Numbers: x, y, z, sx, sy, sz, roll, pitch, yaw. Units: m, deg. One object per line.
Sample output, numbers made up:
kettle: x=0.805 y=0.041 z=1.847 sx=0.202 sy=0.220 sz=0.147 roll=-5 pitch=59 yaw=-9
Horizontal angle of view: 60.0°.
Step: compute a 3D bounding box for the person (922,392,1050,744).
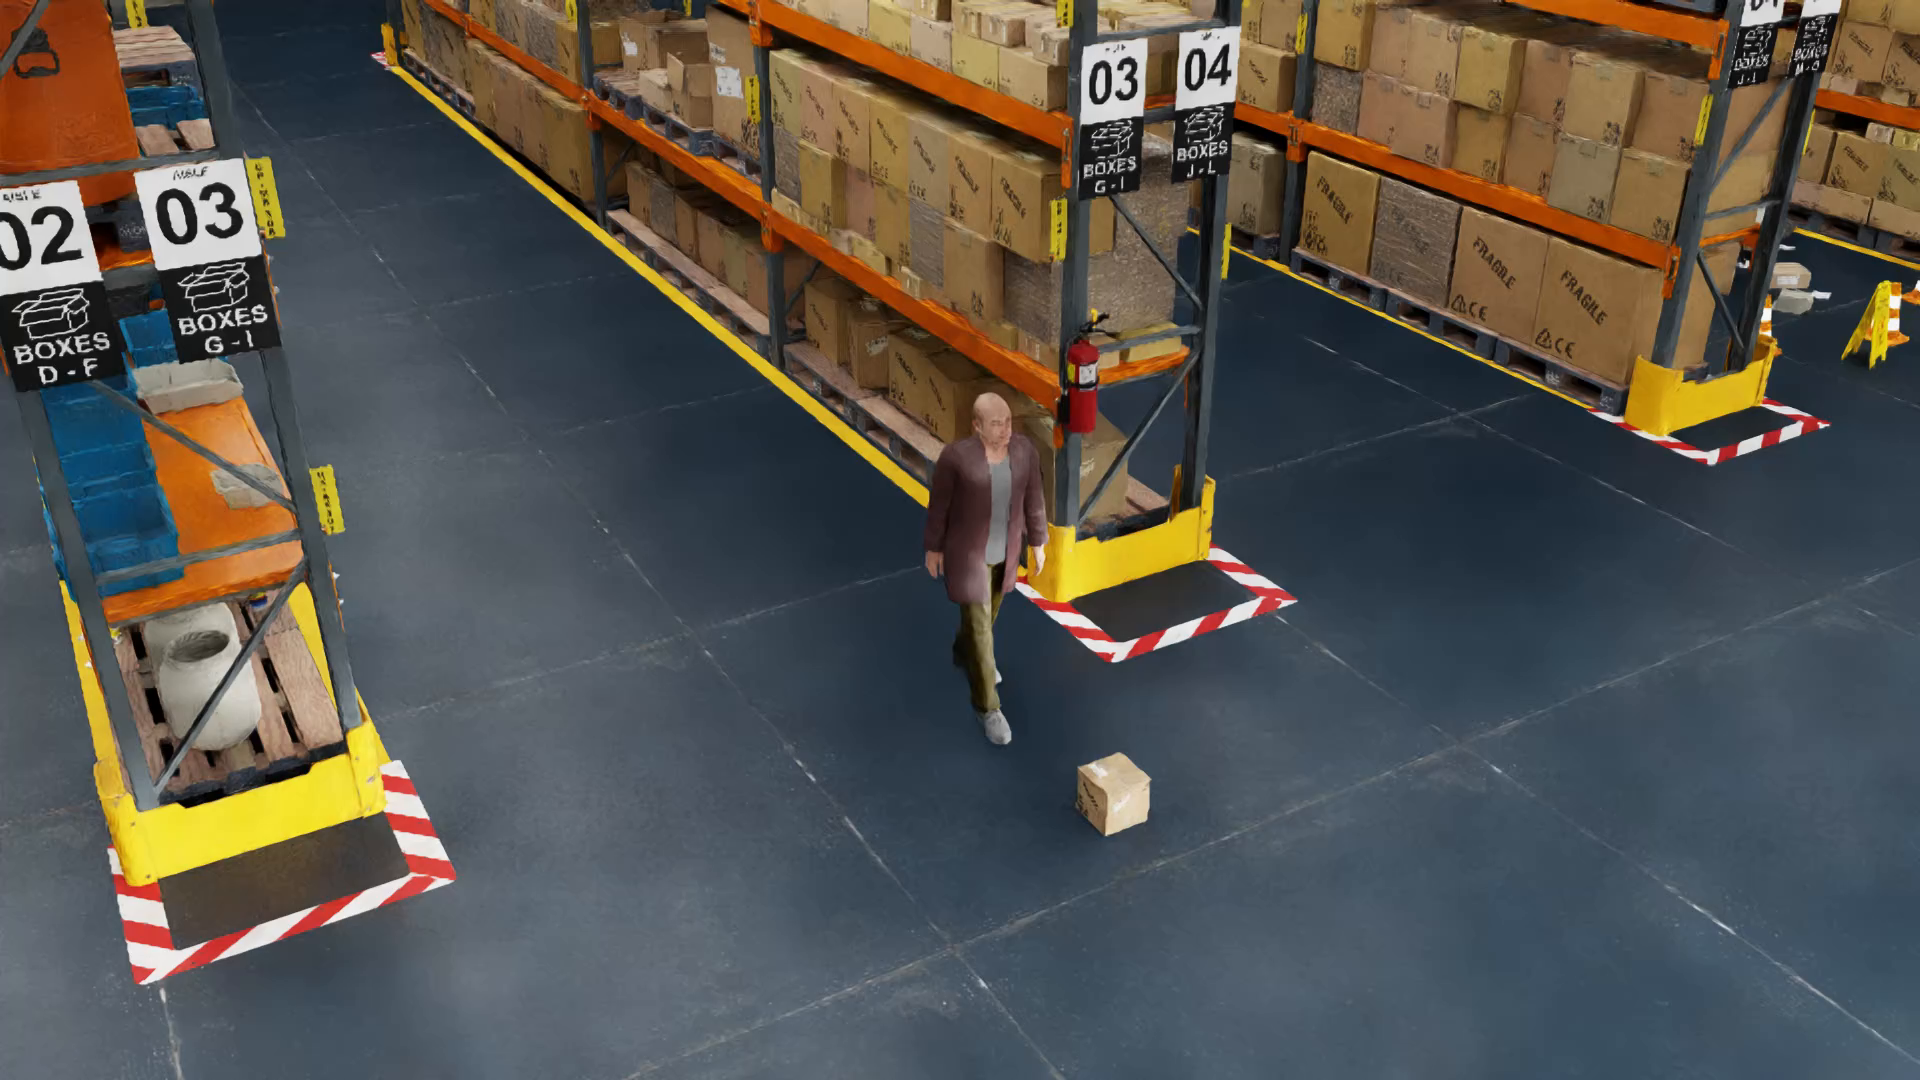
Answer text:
person: x=0.182 y=0.074 z=8.426 sx=0.614 sy=1.748 sz=0.889 roll=-15 pitch=32 yaw=-25
